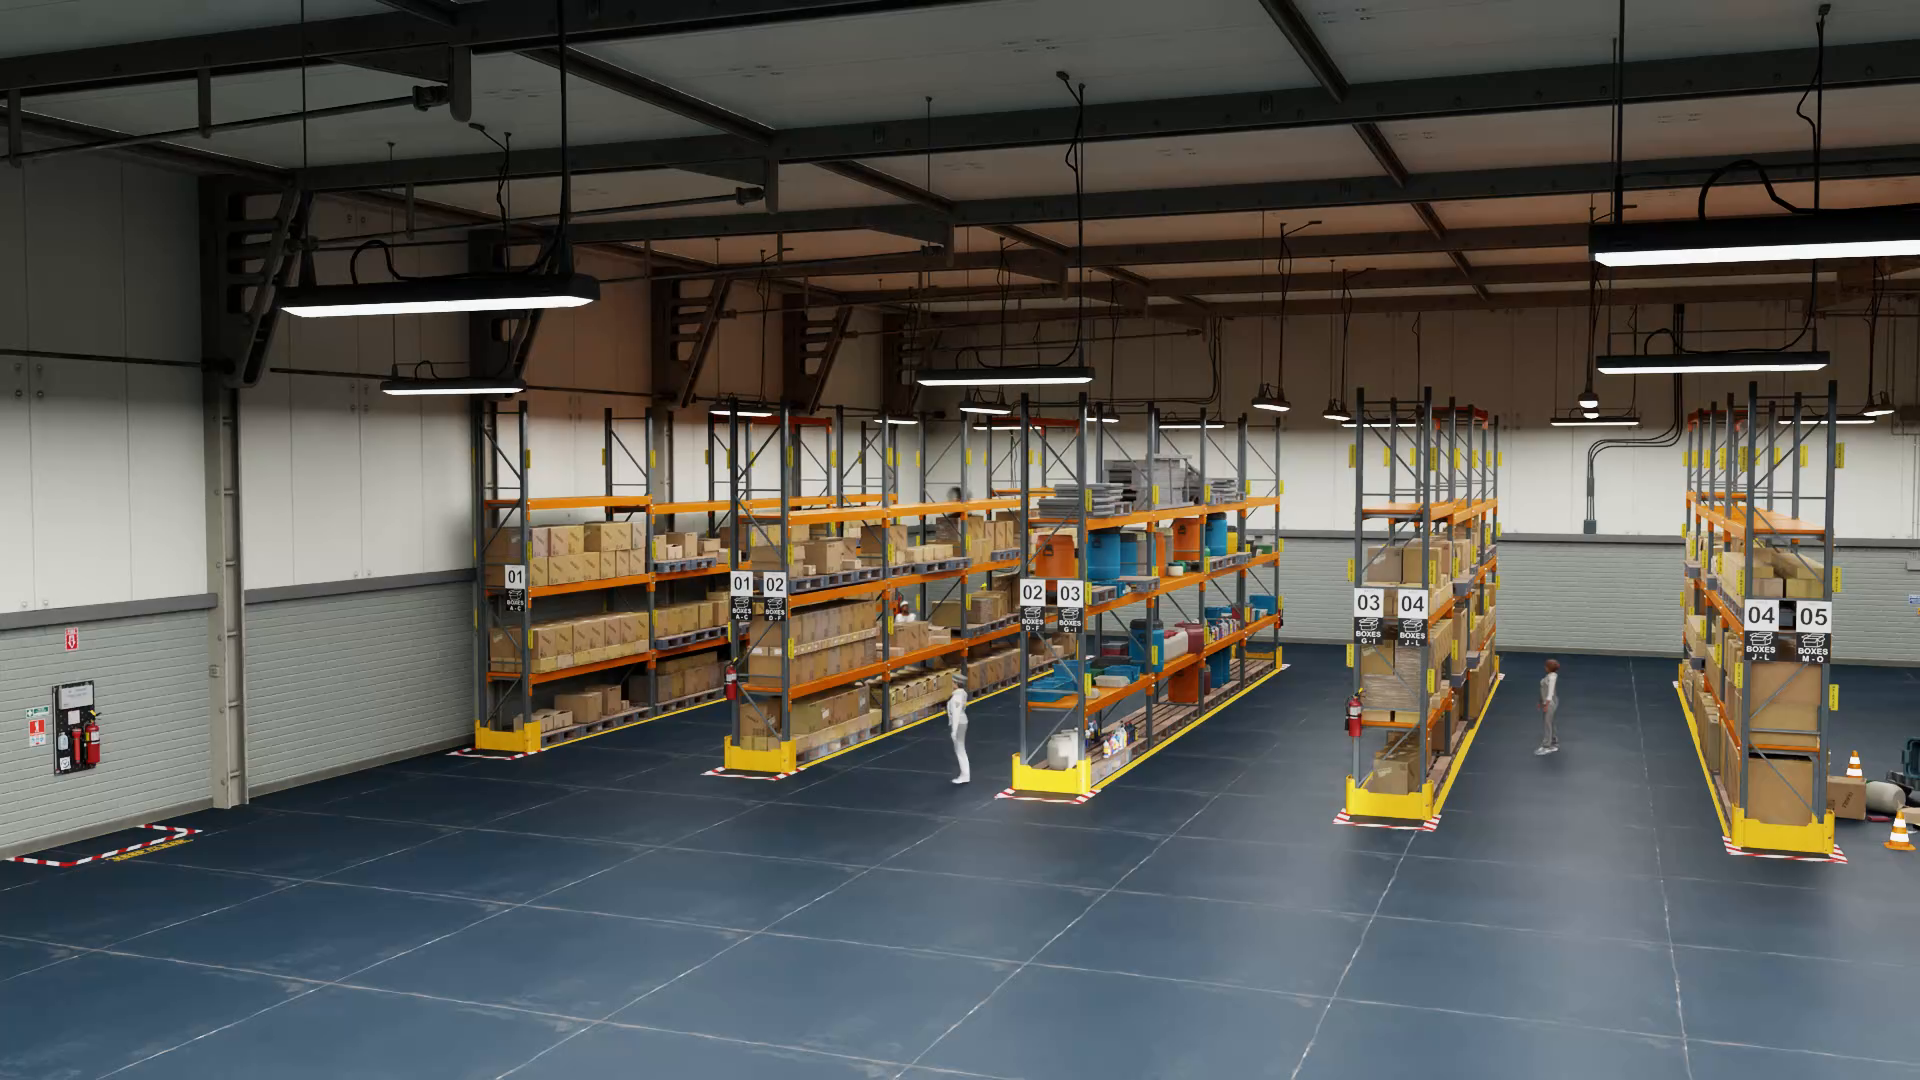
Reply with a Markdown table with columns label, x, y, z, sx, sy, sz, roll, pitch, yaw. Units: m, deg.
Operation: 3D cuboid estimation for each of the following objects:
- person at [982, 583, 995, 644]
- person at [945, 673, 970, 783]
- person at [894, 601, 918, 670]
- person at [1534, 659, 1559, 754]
| label | x | y | z | sx | sy | sz | roll | pitch | yaw |
| --- | --- | --- | --- | --- | --- | --- | --- | --- | --- |
| person | 0.712 | 2.024 | 43.353 | 0.598 | 1.807 | 0.459 | -1 | 3 | -28 |
| person | -0.029 | 2.922 | 25.712 | 0.375 | 1.722 | 0.576 | 0 | 3 | 6 |
| person | -1.283 | 2.272 | 38.044 | 0.543 | 1.723 | 0.972 | 1 | 3 | 19 |
| person | 9.991 | 2.827 | 28.325 | 0.502 | 1.614 | 0.439 | 0 | 3 | -3 |
